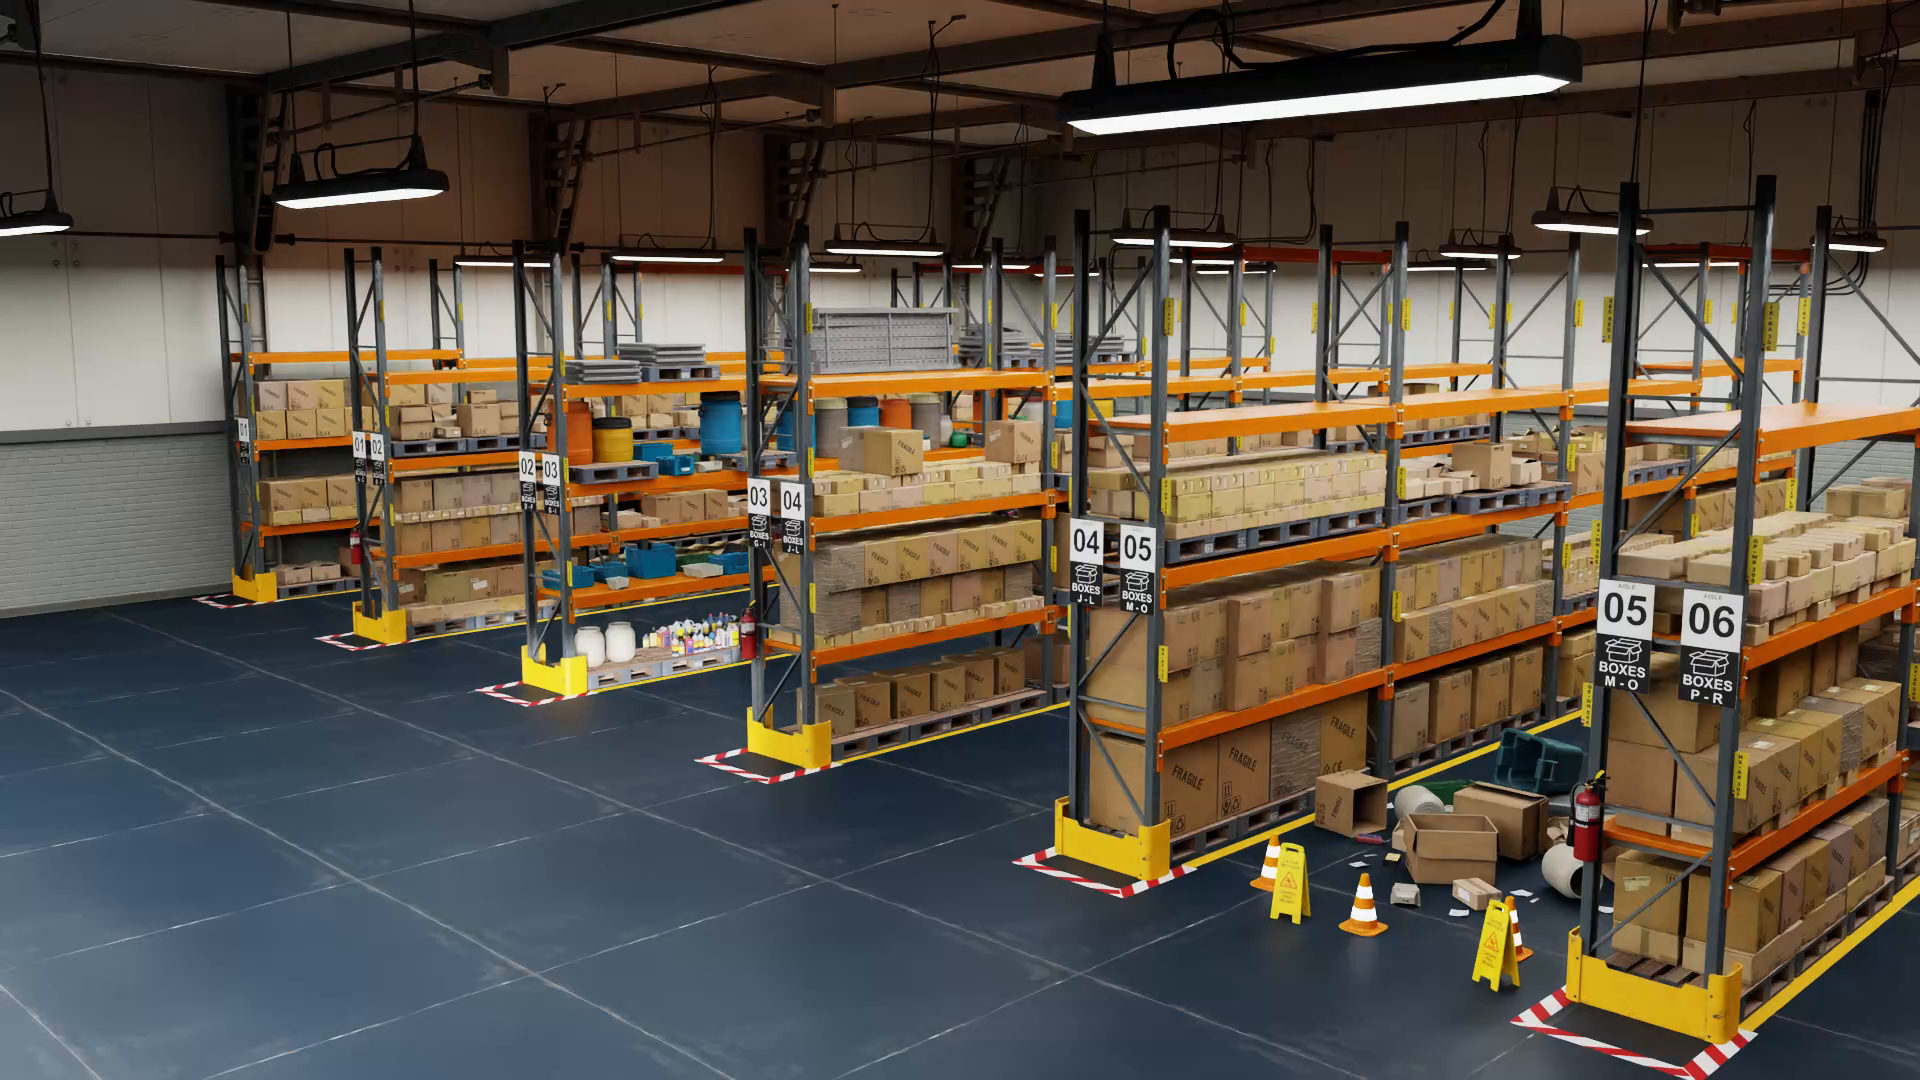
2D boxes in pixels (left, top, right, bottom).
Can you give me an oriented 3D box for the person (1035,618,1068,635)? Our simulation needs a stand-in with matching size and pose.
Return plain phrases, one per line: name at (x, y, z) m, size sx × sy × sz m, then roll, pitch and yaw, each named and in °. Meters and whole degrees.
person at (1.380, 0.866, 24.305) m, size 0.738 × 1.757 × 0.604 m, roll -4°, pitch 9°, yaw -29°
